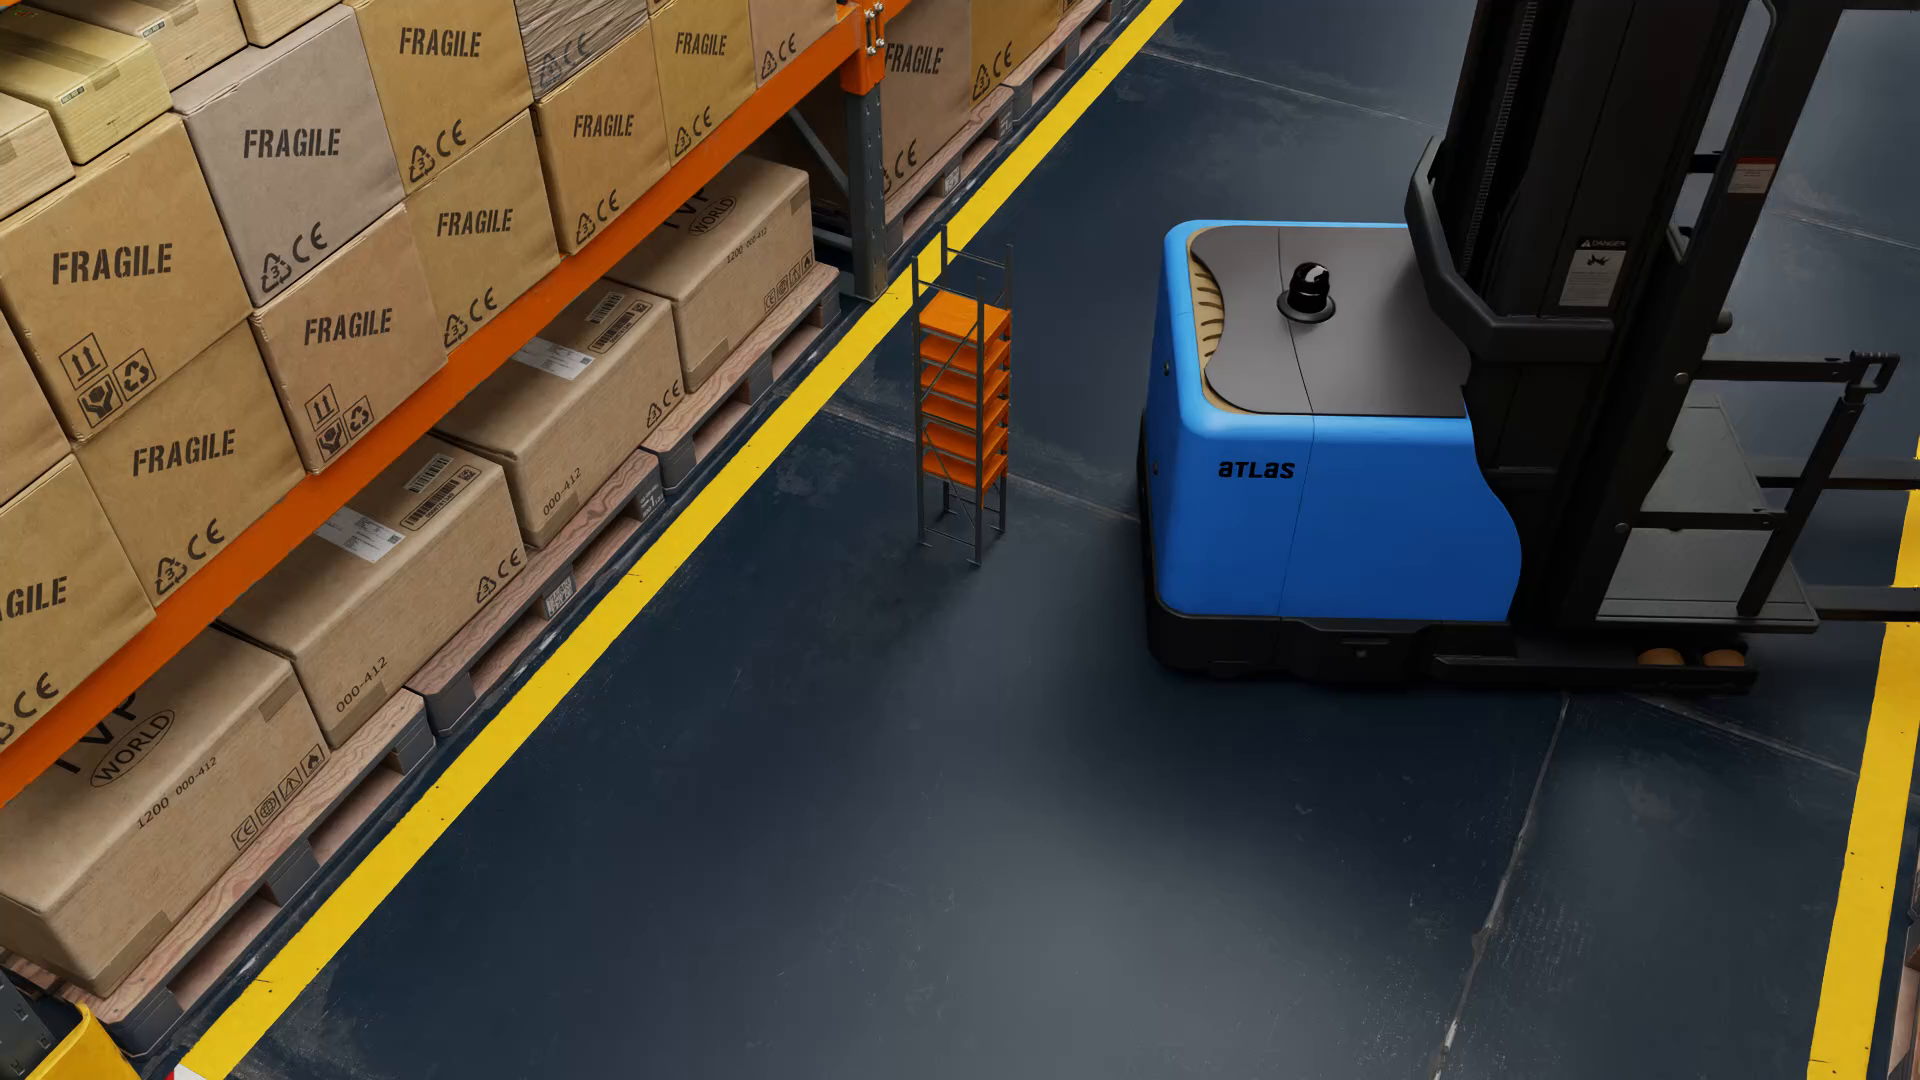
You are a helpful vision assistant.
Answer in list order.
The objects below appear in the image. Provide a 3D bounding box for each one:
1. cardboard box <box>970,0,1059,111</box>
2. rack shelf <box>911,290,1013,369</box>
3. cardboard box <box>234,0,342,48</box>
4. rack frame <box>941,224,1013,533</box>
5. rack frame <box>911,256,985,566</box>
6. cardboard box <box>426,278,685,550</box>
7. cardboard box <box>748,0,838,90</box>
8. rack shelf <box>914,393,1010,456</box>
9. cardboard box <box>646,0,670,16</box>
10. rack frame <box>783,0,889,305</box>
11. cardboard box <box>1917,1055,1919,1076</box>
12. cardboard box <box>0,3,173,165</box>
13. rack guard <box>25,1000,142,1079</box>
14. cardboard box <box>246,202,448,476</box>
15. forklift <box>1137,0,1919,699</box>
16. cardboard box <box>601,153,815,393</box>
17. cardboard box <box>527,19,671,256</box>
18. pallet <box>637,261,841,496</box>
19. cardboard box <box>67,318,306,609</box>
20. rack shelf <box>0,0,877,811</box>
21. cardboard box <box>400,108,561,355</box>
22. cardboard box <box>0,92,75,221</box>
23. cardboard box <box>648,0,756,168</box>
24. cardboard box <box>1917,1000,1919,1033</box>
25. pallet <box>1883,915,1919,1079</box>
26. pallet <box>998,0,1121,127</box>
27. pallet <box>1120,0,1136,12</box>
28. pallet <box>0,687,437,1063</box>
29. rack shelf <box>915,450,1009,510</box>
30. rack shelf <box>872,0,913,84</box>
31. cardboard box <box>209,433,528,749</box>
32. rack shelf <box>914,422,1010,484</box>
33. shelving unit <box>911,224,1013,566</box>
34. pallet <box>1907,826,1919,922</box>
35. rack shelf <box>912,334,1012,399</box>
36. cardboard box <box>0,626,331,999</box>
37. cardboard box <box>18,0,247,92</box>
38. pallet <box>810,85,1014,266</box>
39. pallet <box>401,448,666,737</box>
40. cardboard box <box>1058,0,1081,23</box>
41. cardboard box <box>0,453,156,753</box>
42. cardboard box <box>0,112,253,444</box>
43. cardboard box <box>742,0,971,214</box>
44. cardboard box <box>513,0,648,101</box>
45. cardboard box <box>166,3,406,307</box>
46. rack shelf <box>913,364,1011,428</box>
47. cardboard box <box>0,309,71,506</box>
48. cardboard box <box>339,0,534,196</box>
[{"bbox_3d":[-0.132,-2.591,7.400,0.875,0.875,0.875,22,49,20],"label":"cardboard box"},{"bbox_3d":[0.007,-0.653,5.108,0.258,0.103,0.180,20,49,19],"label":"rack shelf"},{"bbox_3d":[-1.593,-1.241,3.638,0.380,0.149,0.250,21,49,19],"label":"cardboard box"},{"bbox_3d":[0.049,-0.489,5.389,0.240,1.200,0.006,20,49,19],"label":"rack frame"},{"bbox_3d":[-0.036,-0.373,5.275,0.240,1.200,0.006,20,49,19],"label":"rack frame"},{"bbox_3d":[-1.563,-0.524,5.665,0.875,0.438,0.875,19,48,18],"label":"cardboard box"},{"bbox_3d":[-0.750,-1.860,5.409,0.500,0.500,0.500,21,49,19],"label":"cardboard box"},{"bbox_3d":[0.007,-0.400,5.364,0.258,0.103,0.180,20,49,19],"label":"rack shelf"},{"bbox_3d":[-0.979,-1.883,4.728,0.500,0.500,0.500,20,49,18],"label":"cardboard box"},{"bbox_3d":[-0.762,-2.201,5.817,1.000,3.000,0.127,20,49,19],"label":"rack frame"},{"bbox_3d":[2.512,1.216,3.939,0.380,0.149,0.250,21,49,19],"label":"cardboard box"},{"bbox_3d":[-1.821,-0.915,3.316,0.380,0.149,0.250,19,48,18],"label":"cardboard box"},{"bbox_3d":[-2.630,1.212,4.200,1.175,0.500,0.348,20,49,19],"label":"rack guard"},{"bbox_3d":[-1.679,-0.567,4.131,0.500,0.500,0.500,20,49,19],"label":"cardboard box"},{"bbox_3d":[2.130,-0.916,4.595,3.031,2.935,1.130,1,45,1],"label":"forklift"},{"bbox_3d":[-1.148,-1.088,6.223,0.875,0.438,0.875,20,49,19],"label":"cardboard box"},{"bbox_3d":[-1.205,-1.213,4.769,0.500,0.500,0.500,20,49,18],"label":"cardboard box"},{"bbox_3d":[-1.184,-0.768,6.361,1.003,0.211,1.213,20,49,19],"label":"pallet"},{"bbox_3d":[-1.931,-0.252,3.820,0.500,0.500,0.500,20,49,19],"label":"cardboard box"},{"bbox_3d":[-1.690,-0.689,4.827,1.077,0.370,4.000,20,49,19],"label":"rack shelf"},{"bbox_3d":[-1.461,-0.888,4.448,0.500,0.500,0.500,22,49,20],"label":"cardboard box"},{"bbox_3d":[-1.928,-0.743,3.146,0.380,0.149,0.250,22,49,20],"label":"cardboard box"},{"bbox_3d":[-0.984,-1.534,5.087,0.500,0.500,0.500,19,48,18],"label":"cardboard box"},{"bbox_3d":[2.650,1.178,4.186,0.380,0.149,0.250,19,48,18],"label":"cardboard box"},{"bbox_3d":[2.824,1.556,4.064,1.003,0.211,1.213,20,49,19],"label":"pallet"},{"bbox_3d":[0.095,-2.504,8.076,1.003,0.211,1.213,20,49,19],"label":"pallet"},{"bbox_3d":[0.663,-3.269,8.833,1.003,0.211,1.213,20,49,19],"label":"pallet"},{"bbox_3d":[-2.317,0.769,4.842,1.003,0.211,1.213,20,49,19],"label":"pallet"},{"bbox_3d":[0.007,-0.231,5.535,0.258,0.103,0.180,20,49,19],"label":"rack shelf"},{"bbox_3d":[0.167,-3.209,7.318,1.077,0.370,4.000,20,49,19],"label":"rack shelf"},{"bbox_3d":[-1.983,0.043,5.104,0.875,0.438,0.875,22,49,20],"label":"cardboard box"},{"bbox_3d":[0.007,-0.315,5.449,0.258,0.103,0.180,20,49,19],"label":"rack shelf"},{"bbox_3d":[0.007,-0.431,5.332,0.258,1.200,0.189,20,49,19],"label":"shelving unit"},{"bbox_3d":[3.389,0.784,4.827,1.003,0.211,1.213,20,49,19],"label":"pallet"},{"bbox_3d":[0.007,-0.568,5.193,0.258,0.103,0.180,20,49,19],"label":"rack shelf"},{"bbox_3d":[-2.401,0.623,4.532,0.875,0.438,0.875,19,48,18],"label":"cardboard box"},{"bbox_3d":[-1.746,-1.098,3.496,0.380,0.149,0.250,21,49,19],"label":"cardboard box"},{"bbox_3d":[-0.470,-1.732,7.314,1.003,0.211,1.213,20,49,19],"label":"pallet"},{"bbox_3d":[-1.749,0.003,5.598,1.003,0.211,1.213,20,49,19],"label":"pallet"},{"bbox_3d":[0.283,-3.154,7.957,0.875,0.875,0.875,21,49,20],"label":"cardboard box"},{"bbox_3d":[-2.141,0.076,3.496,0.500,0.500,0.500,20,49,19],"label":"cardboard box"},{"bbox_3d":[-1.910,-0.604,3.465,0.500,0.500,0.500,19,48,18],"label":"cardboard box"},{"bbox_3d":[-0.545,-2.019,6.835,0.875,0.875,0.875,22,49,20],"label":"cardboard box"},{"bbox_3d":[-1.207,-1.559,4.408,0.500,0.500,0.500,21,49,20],"label":"cardboard box"},{"bbox_3d":[-1.678,-0.931,3.788,0.500,0.500,0.500,20,49,19],"label":"cardboard box"},{"bbox_3d":[0.007,-0.484,5.279,0.258,0.103,0.180,20,49,19],"label":"rack shelf"},{"bbox_3d":[-2.143,-0.277,3.141,0.500,0.500,0.500,19,48,18],"label":"cardboard box"},{"bbox_3d":[-1.447,-1.246,4.099,0.500,0.500,0.500,21,49,19],"label":"cardboard box"}]
